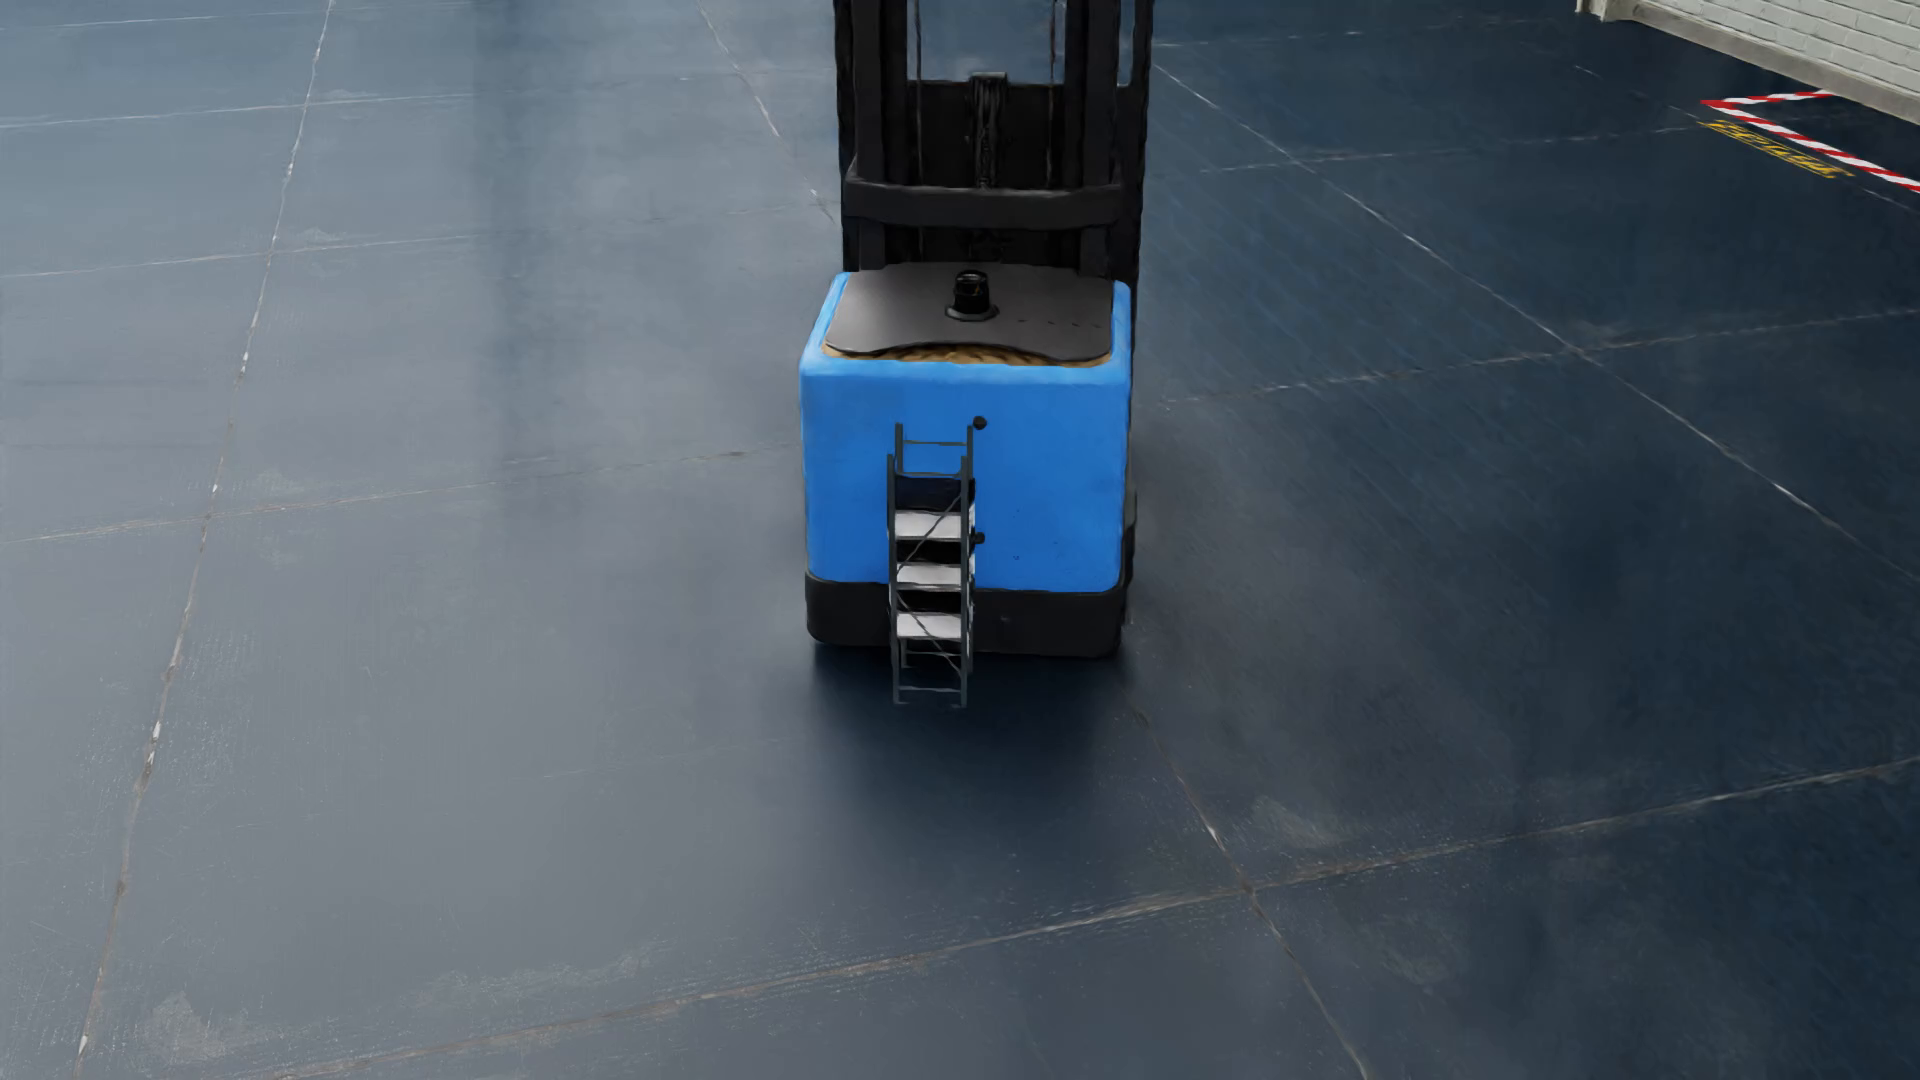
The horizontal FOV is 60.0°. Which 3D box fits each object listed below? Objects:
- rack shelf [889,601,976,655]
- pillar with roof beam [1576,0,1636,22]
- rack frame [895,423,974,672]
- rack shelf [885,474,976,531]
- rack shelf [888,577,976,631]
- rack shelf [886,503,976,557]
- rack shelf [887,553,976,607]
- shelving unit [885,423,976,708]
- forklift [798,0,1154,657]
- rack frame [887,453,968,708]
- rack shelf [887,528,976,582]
[{"bbox_3d":[-0.087,0.274,5.304,0.258,0.077,0.200,3,30,4],"label":"rack shelf"},{"bbox_3d":[1.183,-7.660,10.501,9.100,9.000,0.400,-8,31,-13],"label":"pillar with roof beam"},{"bbox_3d":[-0.078,0.039,5.284,0.240,0.900,0.006,3,30,4],"label":"rack frame"},{"bbox_3d":[-0.087,-0.115,5.078,0.258,0.077,0.200,3,30,4],"label":"rack shelf"},{"bbox_3d":[-0.087,0.196,5.259,0.258,0.077,0.200,3,30,4],"label":"rack shelf"},{"bbox_3d":[-0.087,-0.037,5.123,0.258,0.077,0.200,3,30,4],"label":"rack shelf"},{"bbox_3d":[-0.087,0.118,5.213,0.258,0.077,0.200,3,30,4],"label":"rack shelf"},{"bbox_3d":[-0.087,0.090,5.197,0.258,0.900,0.210,3,30,4],"label":"shelving unit"},{"bbox_3d":[0.136,-1.596,6.081,1.130,2.935,3.031,3,30,4],"label":"forklift"},{"bbox_3d":[-0.096,0.140,5.109,0.240,0.900,0.006,3,30,4],"label":"rack frame"},{"bbox_3d":[-0.087,0.041,5.168,0.258,0.077,0.200,3,30,4],"label":"rack shelf"}]
